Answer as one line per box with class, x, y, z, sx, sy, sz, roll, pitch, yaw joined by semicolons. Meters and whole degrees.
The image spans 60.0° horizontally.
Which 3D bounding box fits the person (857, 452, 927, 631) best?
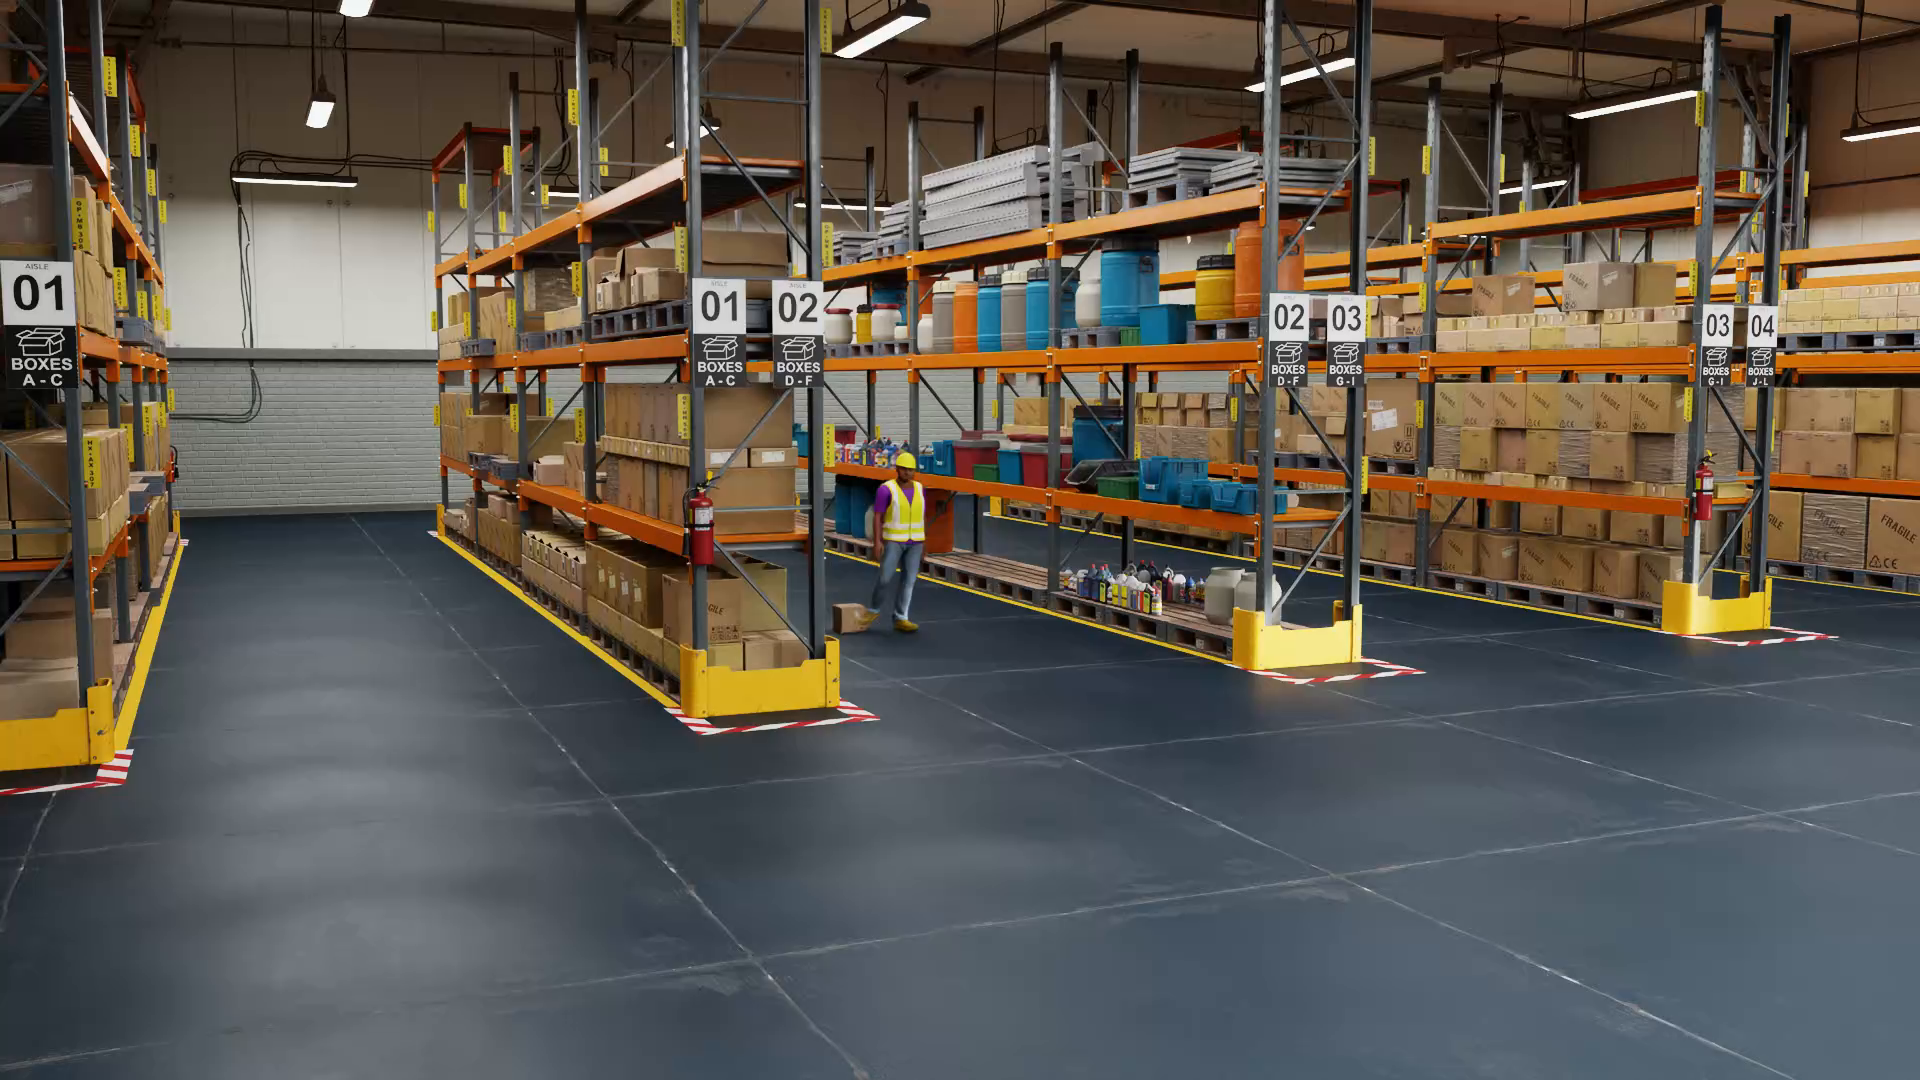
person;-0.644;0.014;16.327;0.717;1.757;0.523;-3;6;-27
